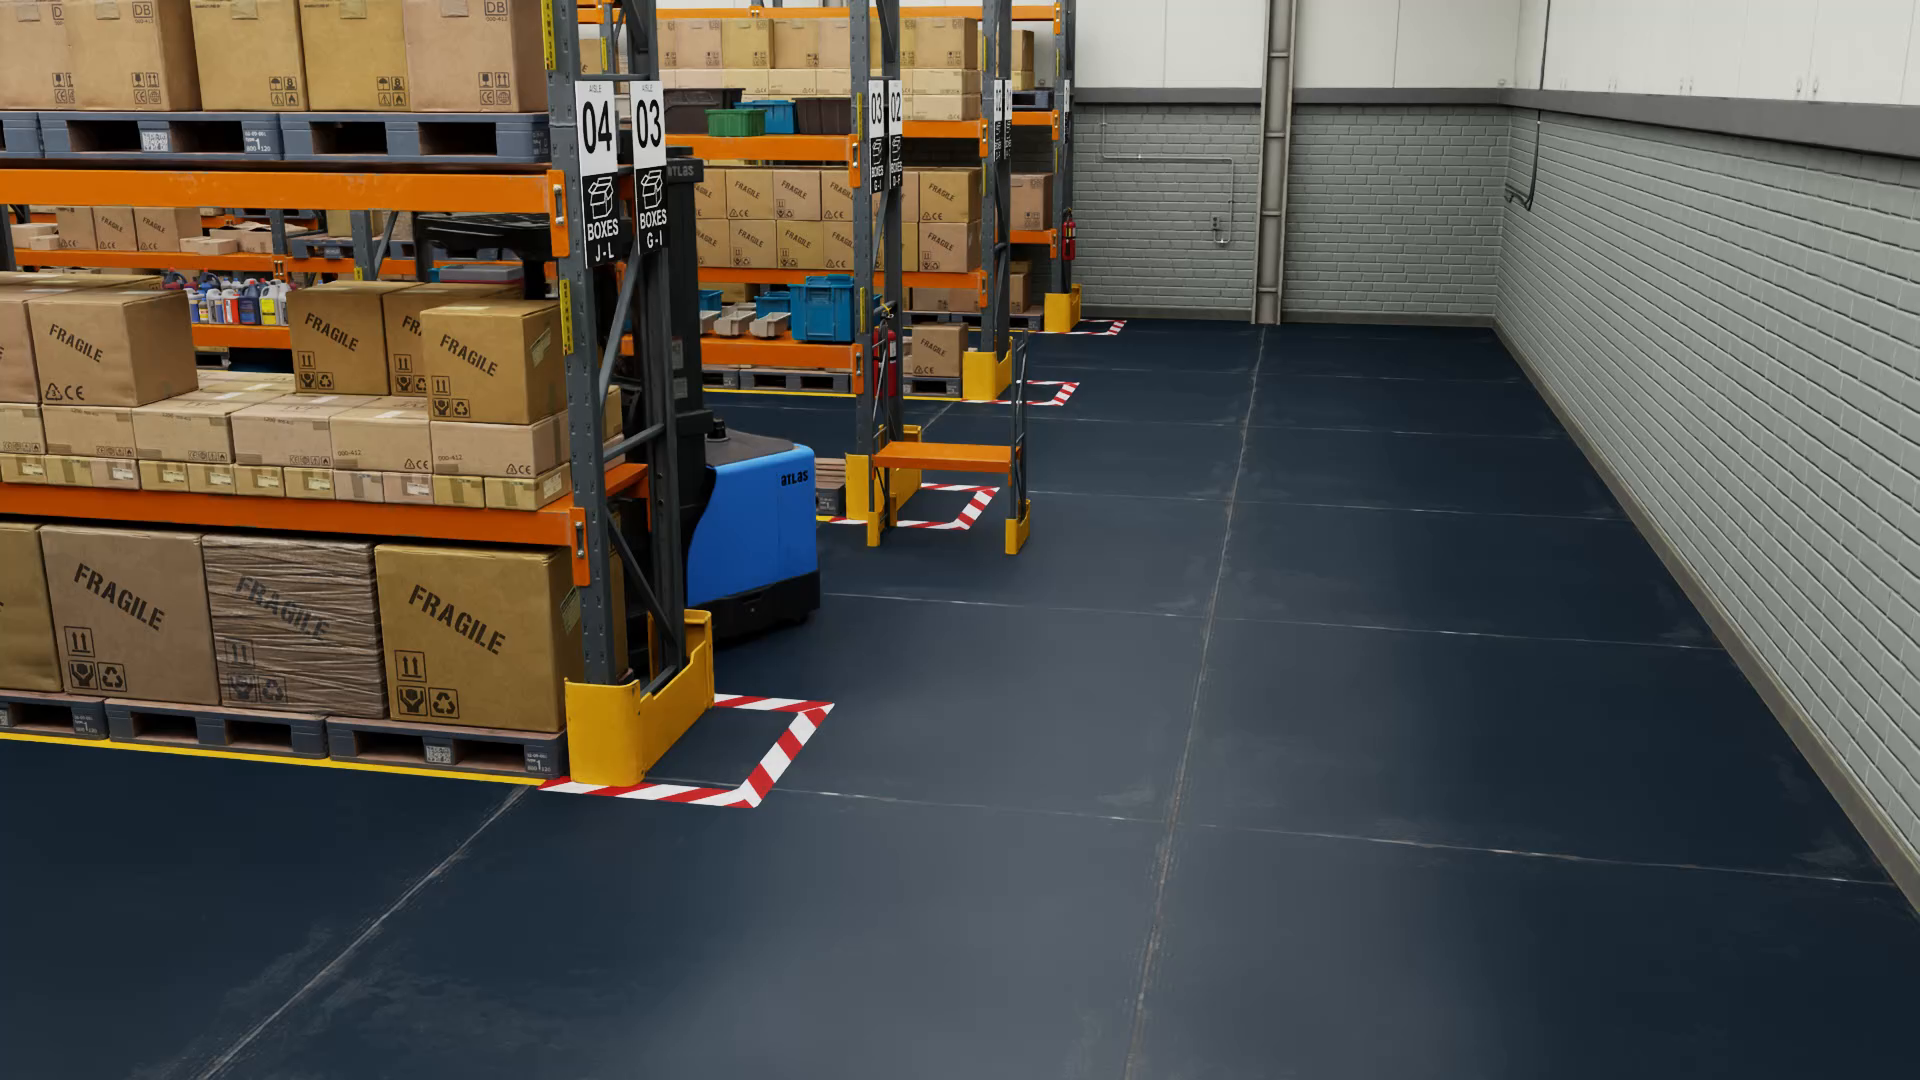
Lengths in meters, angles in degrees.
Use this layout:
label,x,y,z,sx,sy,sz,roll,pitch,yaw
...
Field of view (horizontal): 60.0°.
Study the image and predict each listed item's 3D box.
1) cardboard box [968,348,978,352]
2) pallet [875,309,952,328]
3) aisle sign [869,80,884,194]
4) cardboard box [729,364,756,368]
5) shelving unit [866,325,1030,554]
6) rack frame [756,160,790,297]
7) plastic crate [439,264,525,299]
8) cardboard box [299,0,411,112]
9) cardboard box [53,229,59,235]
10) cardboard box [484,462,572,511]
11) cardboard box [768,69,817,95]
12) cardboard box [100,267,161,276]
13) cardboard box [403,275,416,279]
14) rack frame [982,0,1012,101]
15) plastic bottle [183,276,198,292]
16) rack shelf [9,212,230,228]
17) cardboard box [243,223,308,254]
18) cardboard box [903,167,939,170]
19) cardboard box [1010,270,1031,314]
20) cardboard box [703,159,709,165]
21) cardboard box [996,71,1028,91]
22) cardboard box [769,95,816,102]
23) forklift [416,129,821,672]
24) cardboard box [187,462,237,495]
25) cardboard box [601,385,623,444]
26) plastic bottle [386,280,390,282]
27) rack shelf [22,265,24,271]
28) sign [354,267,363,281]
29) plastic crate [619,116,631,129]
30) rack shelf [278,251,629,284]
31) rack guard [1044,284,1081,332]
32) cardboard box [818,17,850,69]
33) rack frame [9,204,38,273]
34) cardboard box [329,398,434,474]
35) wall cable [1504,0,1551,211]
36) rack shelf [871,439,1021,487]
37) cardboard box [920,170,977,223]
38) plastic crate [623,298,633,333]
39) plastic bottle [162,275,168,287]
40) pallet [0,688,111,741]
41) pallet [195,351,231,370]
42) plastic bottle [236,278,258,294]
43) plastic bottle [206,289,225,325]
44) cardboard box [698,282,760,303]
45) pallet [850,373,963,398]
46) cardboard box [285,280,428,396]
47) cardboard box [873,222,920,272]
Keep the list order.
label,x,y,z,sx,sy,sz,roll,pitch,yaw
cardboard box,0.035,-1.987,18.063,0.250,0.149,0.380,3,16,11
pallet,-0.631,-3.077,22.704,1.213,0.211,1.003,3,16,11
aisle sign,-0.602,-2.914,12.022,0.004,0.787,0.394,3,16,11
cardboard box,-2.325,-1.974,17.983,0.250,0.166,0.380,3,16,11
shelving unit,-0.075,-0.727,11.806,1.083,1.500,0.587,3,16,11
rack frame,-2.559,-4.546,22.783,0.127,3.000,1.000,3,16,11
plastic crate,-3.709,-1.901,13.003,0.583,0.464,0.402,3,16,11
cardboard box,-2.648,-2.265,7.770,0.500,0.500,0.700,3,16,9
cardboard box,-10.484,-3.612,19.663,0.258,0.266,0.396,3,16,10
cardboard box,-2.015,-0.257,7.773,0.250,0.149,0.380,3,16,12
cardboard box,-1.648,-4.691,17.032,0.500,0.250,0.500,3,16,11
cardboard box,-12.391,-4.049,24.848,0.500,0.500,0.700,2,16,8
cardboard box,-7.677,-3.848,24.124,0.500,0.500,0.700,3,16,11
rack frame,0.377,-5.928,16.536,0.127,3.000,1.000,3,16,11
plastic bottle,-6.552,-2.107,14.198,0.133,0.283,0.061,3,16,11
rack shelf,-12.359,-4.731,24.800,4.000,0.370,1.077,3,16,11
cardboard box,-7.810,-3.450,18.996,0.500,0.311,0.500,4,16,15
cardboard box,-0.519,-3.685,17.617,0.500,0.500,0.500,3,16,12
cardboard box,0.655,-3.342,22.333,0.500,0.500,0.700,3,16,11
cardboard box,-3.567,-5.096,22.583,0.500,0.250,0.500,3,16,12
cardboard box,0.590,-5.926,21.456,0.500,0.250,0.500,4,16,13
cardboard box,-1.646,-4.452,17.107,0.500,0.250,0.500,3,16,11
forklift,-2.227,-0.736,9.158,1.130,2.935,3.031,14,21,41
cardboard box,-3.513,-0.339,8.067,0.250,0.149,0.380,3,16,12
cardboard box,-2.017,-0.613,8.309,0.500,0.250,0.500,3,16,10
plastic bottle,-4.808,-2.029,13.916,0.133,0.283,0.061,3,16,11
rack shelf,-13.342,-3.435,20.121,4.000,0.370,1.077,3,16,11
sign,-4.645,-1.944,12.871,0.005,0.325,0.100,3,16,11
plastic crate,-2.688,-3.105,12.457,0.530,0.136,0.437,3,16,11
rack shelf,-5.503,-3.009,18.585,4.000,0.370,1.077,3,16,11
rack guard,1.384,-3.127,22.344,0.348,0.500,1.175,3,16,11
cardboard box,-1.114,-5.083,17.043,0.500,0.500,0.700,3,16,11
rack frame,-11.382,-3.675,19.641,0.127,3.000,1.000,3,16,11
cardboard box,-2.626,-0.500,7.903,0.500,0.250,0.500,3,16,10
wall cable,6.832,-5.333,20.205,0.112,2.526,3.097,3,16,11
rack shelf,-0.084,-0.554,11.856,1.000,0.185,0.538,3,16,11
cardboard box,-0.114,-3.519,17.015,0.500,0.500,0.500,3,16,11
plastic crate,-2.677,-1.732,12.826,0.300,0.233,0.416,3,16,11
plastic bottle,-6.852,-2.140,14.317,0.133,0.283,0.061,3,16,11
pallet,-4.791,0.746,8.902,1.213,0.211,1.003,3,16,11
pallet,-8.262,-2.173,19.440,1.213,0.211,1.003,3,16,11
plastic bottle,-6.046,-2.080,14.115,0.135,0.276,0.152,3,16,11
plastic bottle,-5.968,-1.884,13.407,0.135,0.276,0.152,3,16,11
cardboard box,-3.222,-3.713,23.016,0.750,0.750,0.750,3,16,12
pallet,-0.479,-1.739,17.876,1.213,0.211,1.003,3,16,11
cardboard box,-3.016,-1.027,8.399,0.500,0.500,0.500,3,16,10
cardboard box,-0.625,-3.064,17.248,0.500,0.500,0.500,3,16,12
